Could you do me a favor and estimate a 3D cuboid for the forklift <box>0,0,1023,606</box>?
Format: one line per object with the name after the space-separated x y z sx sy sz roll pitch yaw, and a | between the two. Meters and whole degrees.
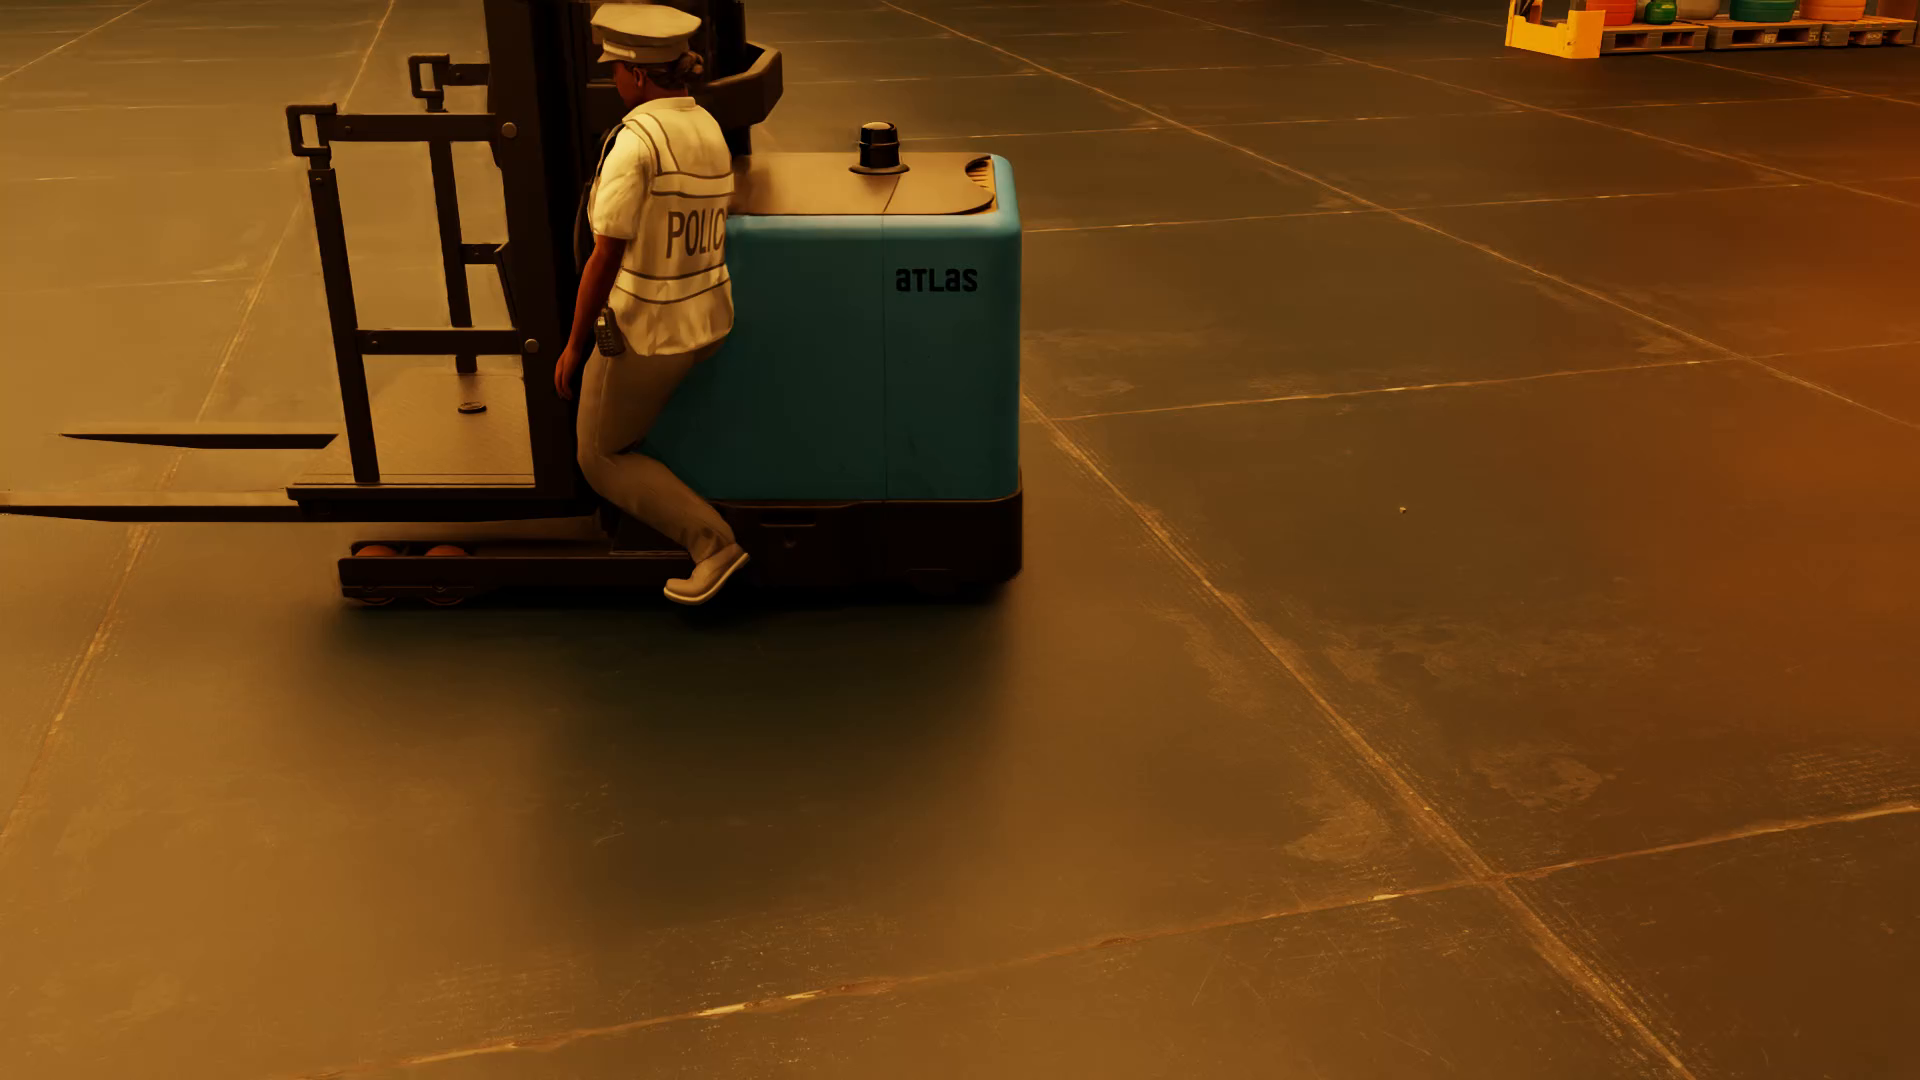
-1.342 -1.372 4.534 3.031 2.935 1.130 0 23 0 | forklift

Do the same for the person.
-0.878 -0.619 4.403 0.678 1.546 0.703 13 26 28 | person
